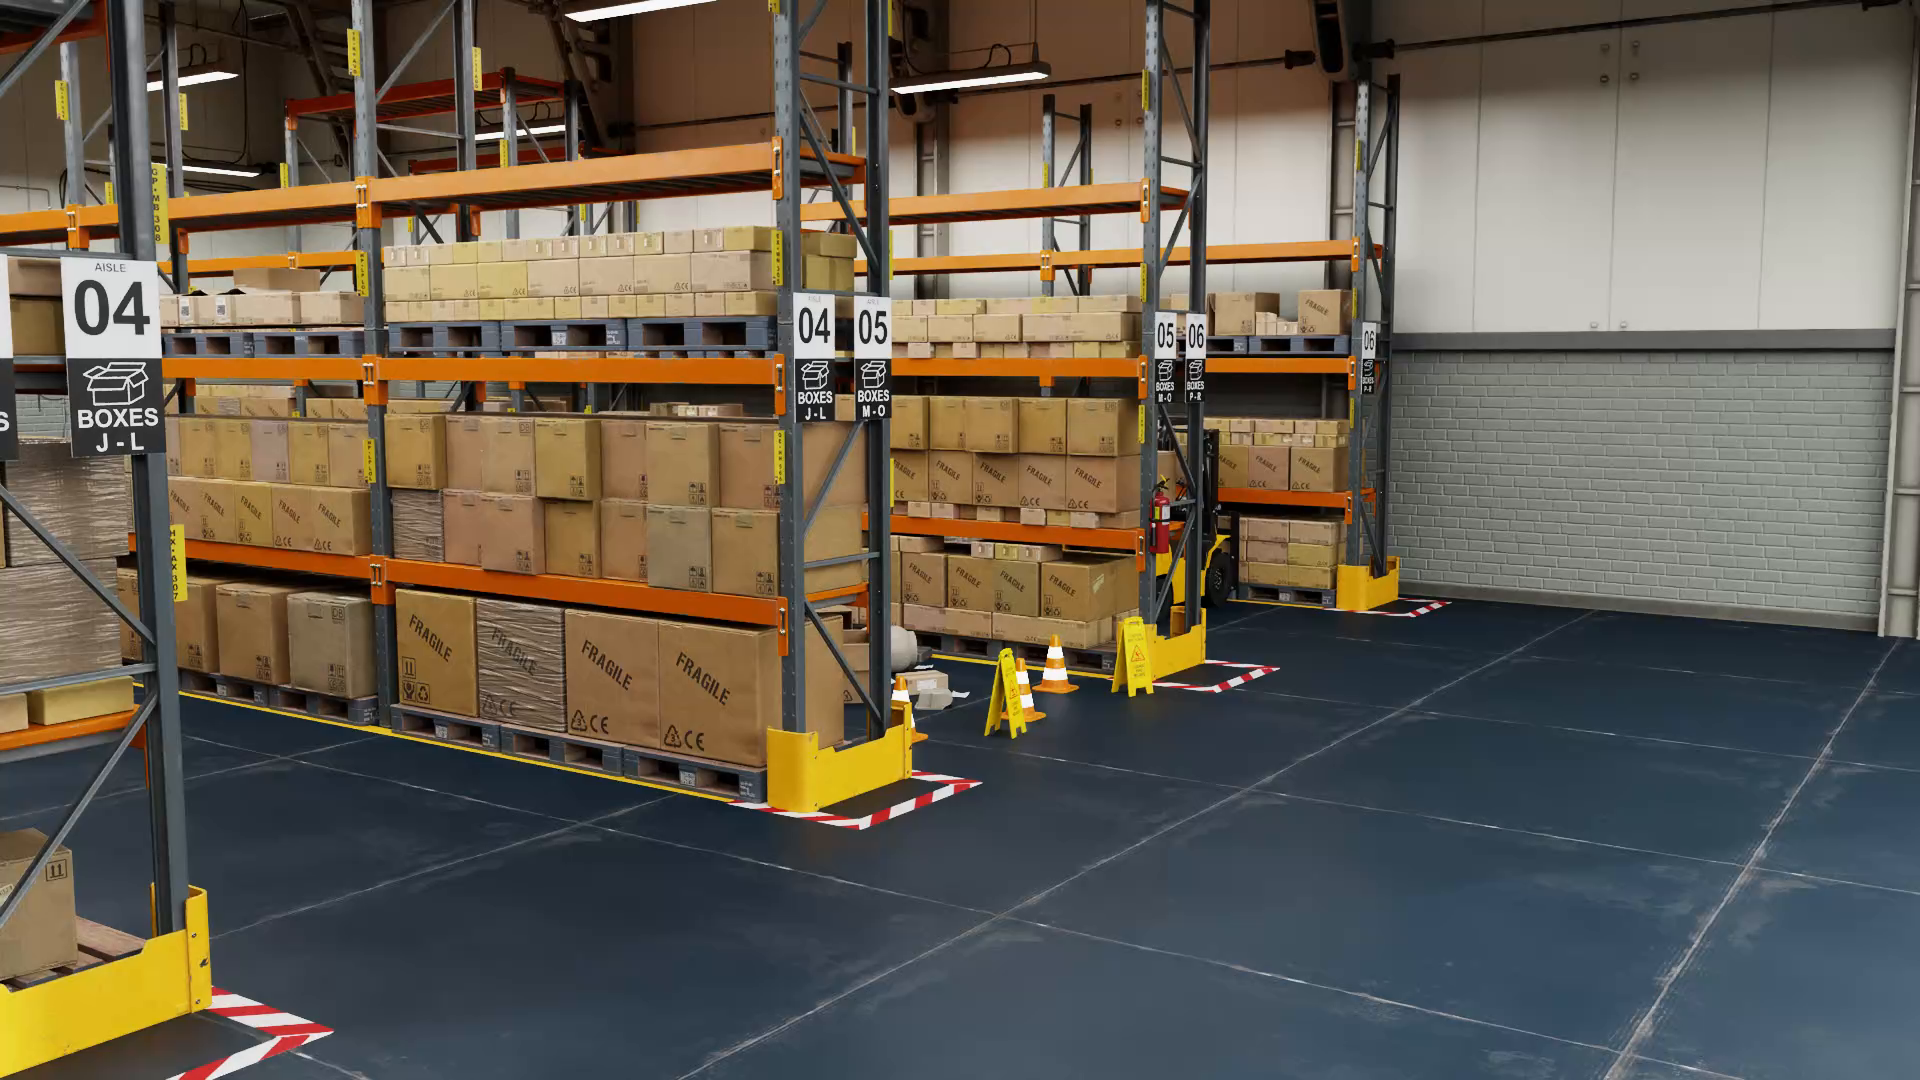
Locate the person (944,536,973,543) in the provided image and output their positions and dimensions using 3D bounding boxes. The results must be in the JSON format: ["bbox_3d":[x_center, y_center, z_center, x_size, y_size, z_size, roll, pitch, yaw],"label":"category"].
[{"bbox_3d":[-0.141,-0.132,18.854,0.633,1.775,0.449,4,7,32],"label":"person"}]
